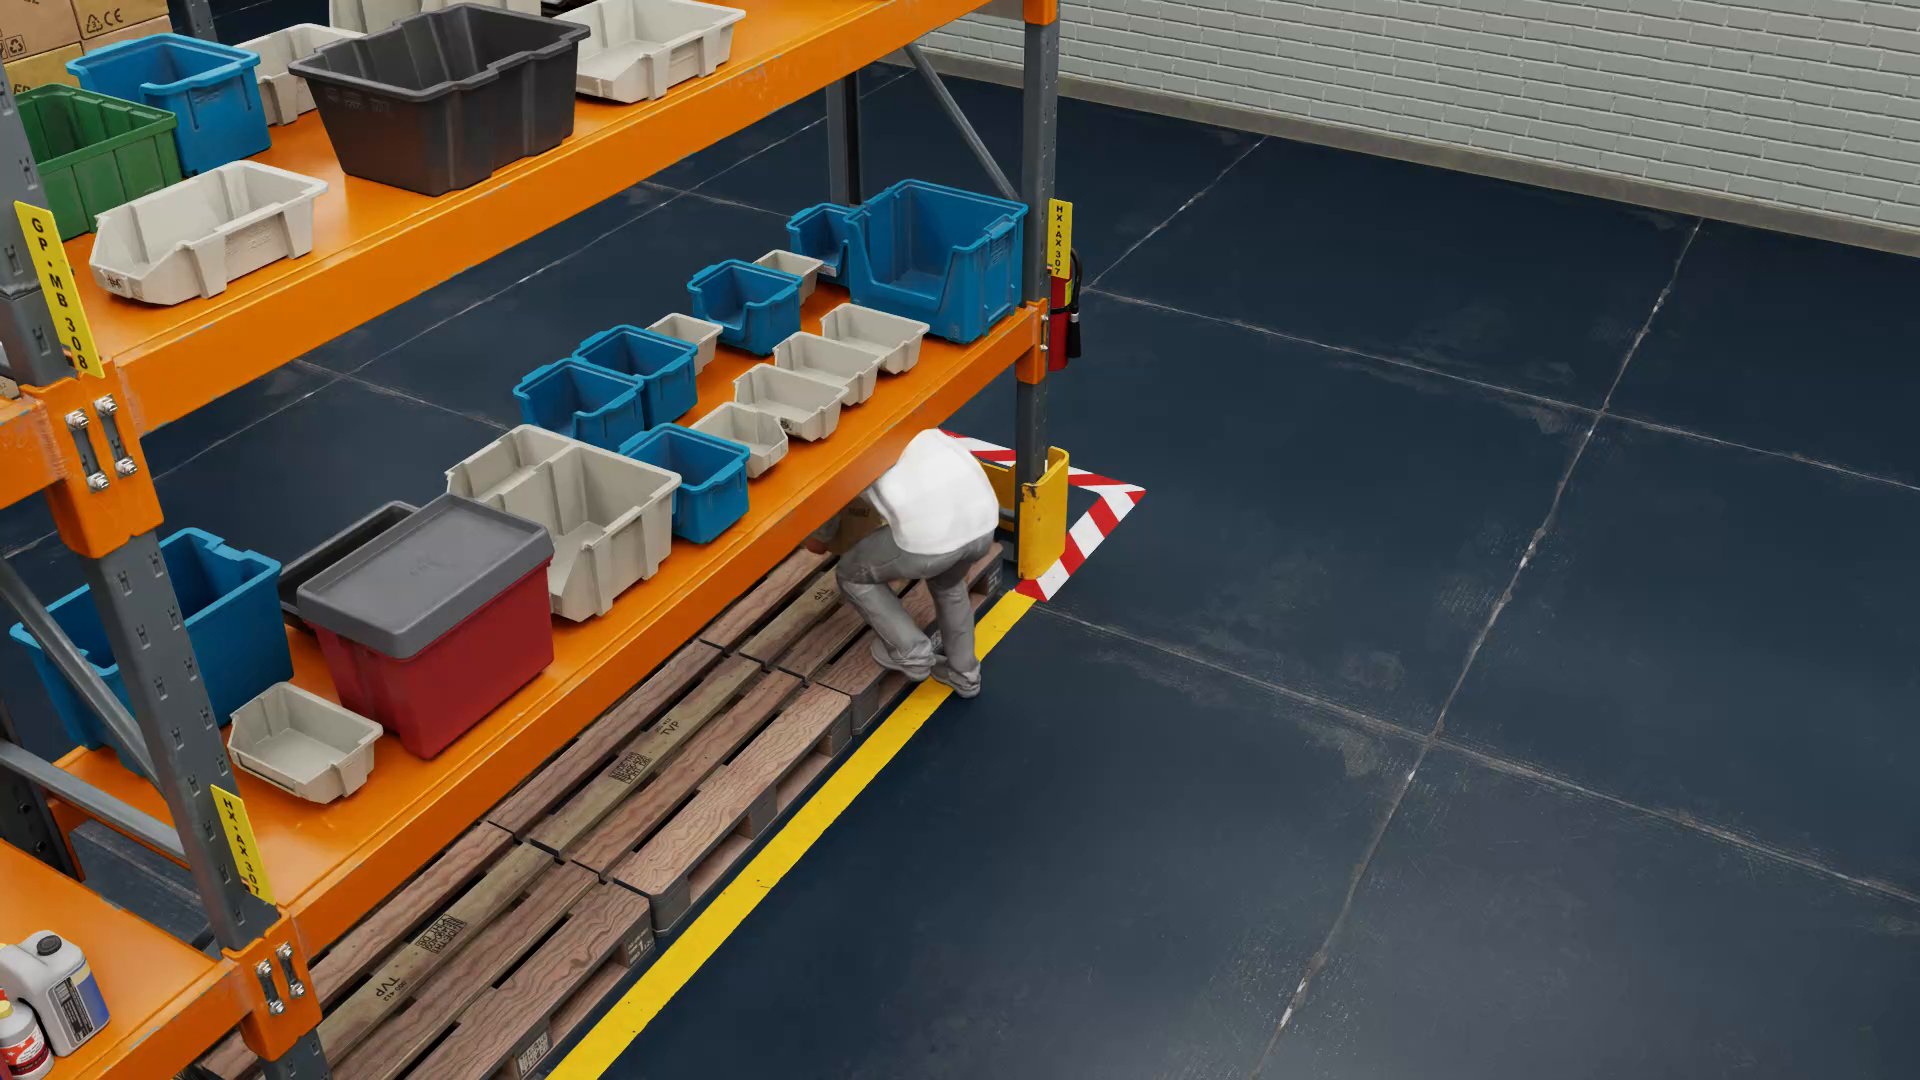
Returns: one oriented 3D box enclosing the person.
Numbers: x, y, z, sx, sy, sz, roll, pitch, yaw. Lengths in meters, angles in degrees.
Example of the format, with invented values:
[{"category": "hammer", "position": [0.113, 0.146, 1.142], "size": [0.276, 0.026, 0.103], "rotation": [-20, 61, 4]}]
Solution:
[{"category": "person", "position": [-0.287, -0.008, 6.510], "size": [0.496, 1.352, 0.936], "rotation": [-29, 43, -36]}]
